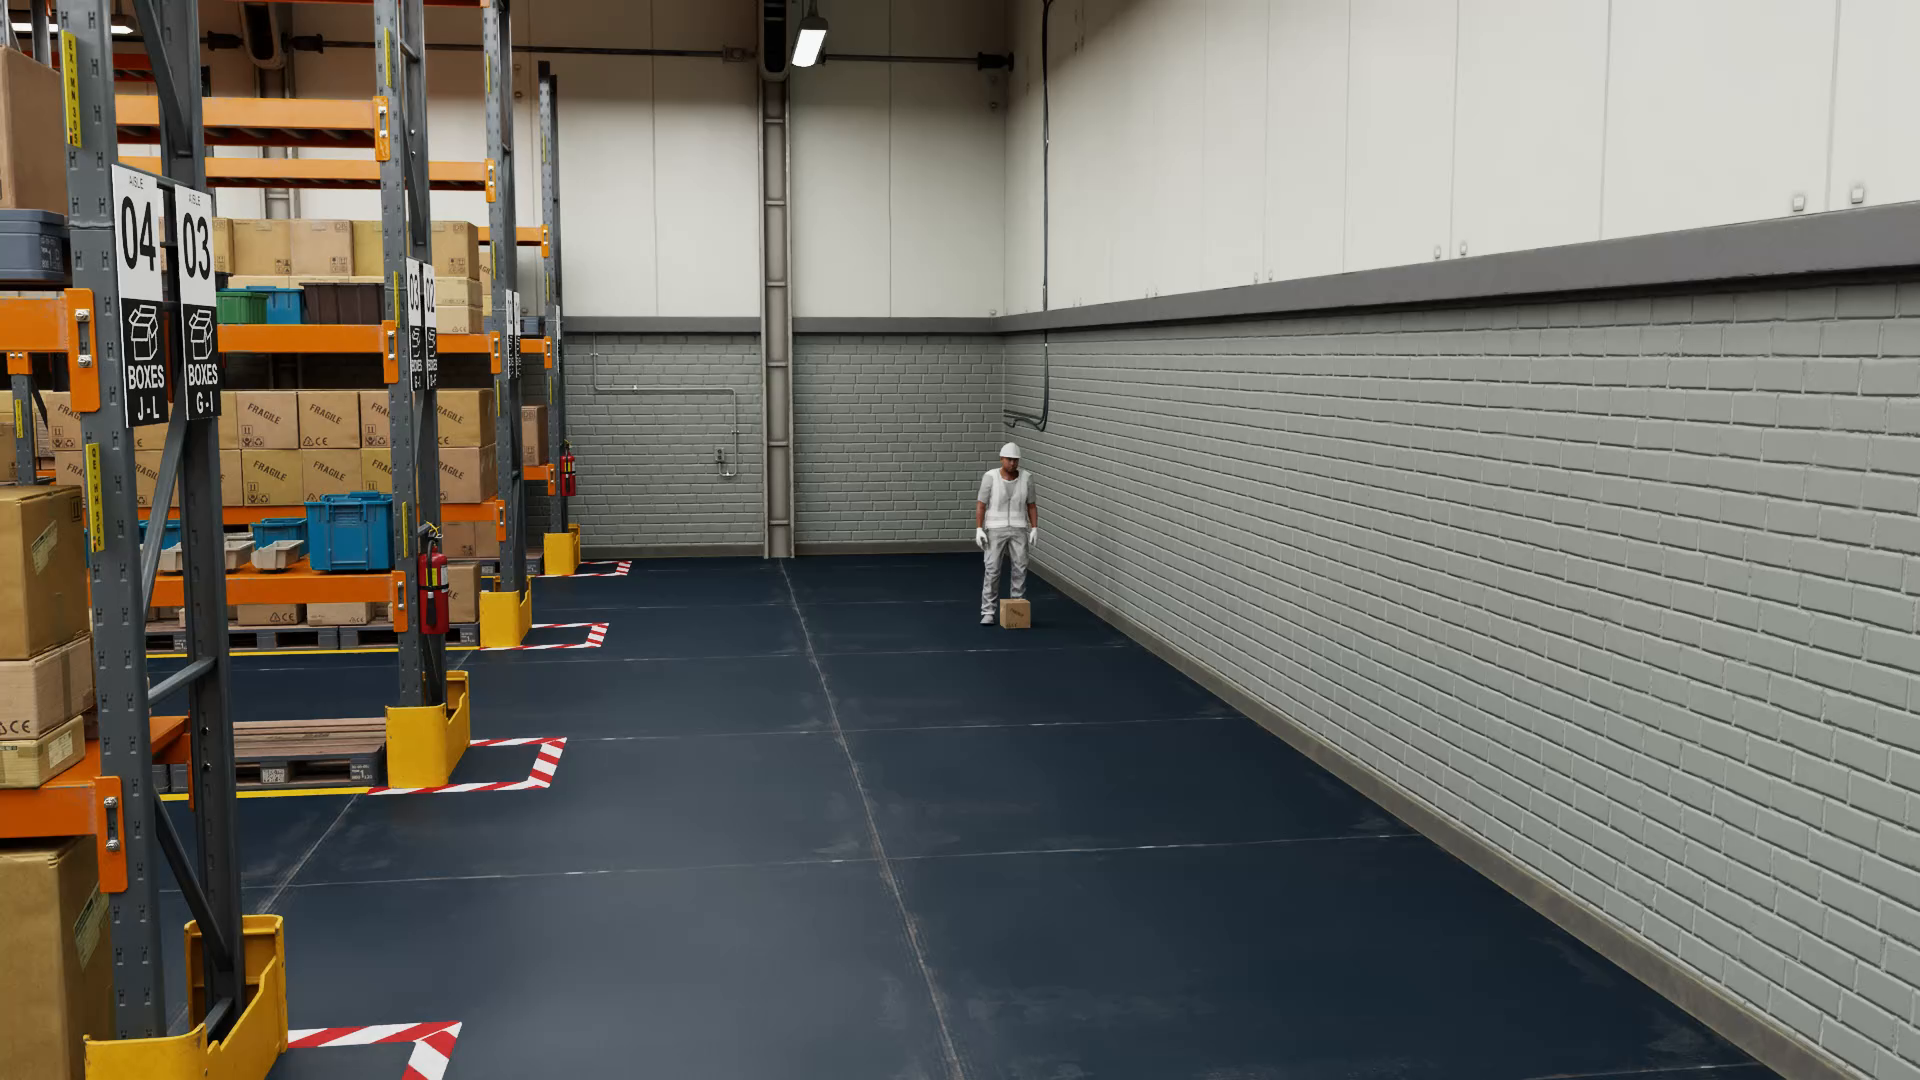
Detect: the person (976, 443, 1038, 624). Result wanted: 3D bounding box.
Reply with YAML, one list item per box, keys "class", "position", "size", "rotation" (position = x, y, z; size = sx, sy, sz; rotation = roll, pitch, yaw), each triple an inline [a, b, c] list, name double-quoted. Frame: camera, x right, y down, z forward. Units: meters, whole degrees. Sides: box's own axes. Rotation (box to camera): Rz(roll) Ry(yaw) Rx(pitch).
- class: "person"
  position: [0.459, -0.068, 16.264]
  size: [0.617, 1.774, 0.449]
  rotation: [-1, 6, -8]
